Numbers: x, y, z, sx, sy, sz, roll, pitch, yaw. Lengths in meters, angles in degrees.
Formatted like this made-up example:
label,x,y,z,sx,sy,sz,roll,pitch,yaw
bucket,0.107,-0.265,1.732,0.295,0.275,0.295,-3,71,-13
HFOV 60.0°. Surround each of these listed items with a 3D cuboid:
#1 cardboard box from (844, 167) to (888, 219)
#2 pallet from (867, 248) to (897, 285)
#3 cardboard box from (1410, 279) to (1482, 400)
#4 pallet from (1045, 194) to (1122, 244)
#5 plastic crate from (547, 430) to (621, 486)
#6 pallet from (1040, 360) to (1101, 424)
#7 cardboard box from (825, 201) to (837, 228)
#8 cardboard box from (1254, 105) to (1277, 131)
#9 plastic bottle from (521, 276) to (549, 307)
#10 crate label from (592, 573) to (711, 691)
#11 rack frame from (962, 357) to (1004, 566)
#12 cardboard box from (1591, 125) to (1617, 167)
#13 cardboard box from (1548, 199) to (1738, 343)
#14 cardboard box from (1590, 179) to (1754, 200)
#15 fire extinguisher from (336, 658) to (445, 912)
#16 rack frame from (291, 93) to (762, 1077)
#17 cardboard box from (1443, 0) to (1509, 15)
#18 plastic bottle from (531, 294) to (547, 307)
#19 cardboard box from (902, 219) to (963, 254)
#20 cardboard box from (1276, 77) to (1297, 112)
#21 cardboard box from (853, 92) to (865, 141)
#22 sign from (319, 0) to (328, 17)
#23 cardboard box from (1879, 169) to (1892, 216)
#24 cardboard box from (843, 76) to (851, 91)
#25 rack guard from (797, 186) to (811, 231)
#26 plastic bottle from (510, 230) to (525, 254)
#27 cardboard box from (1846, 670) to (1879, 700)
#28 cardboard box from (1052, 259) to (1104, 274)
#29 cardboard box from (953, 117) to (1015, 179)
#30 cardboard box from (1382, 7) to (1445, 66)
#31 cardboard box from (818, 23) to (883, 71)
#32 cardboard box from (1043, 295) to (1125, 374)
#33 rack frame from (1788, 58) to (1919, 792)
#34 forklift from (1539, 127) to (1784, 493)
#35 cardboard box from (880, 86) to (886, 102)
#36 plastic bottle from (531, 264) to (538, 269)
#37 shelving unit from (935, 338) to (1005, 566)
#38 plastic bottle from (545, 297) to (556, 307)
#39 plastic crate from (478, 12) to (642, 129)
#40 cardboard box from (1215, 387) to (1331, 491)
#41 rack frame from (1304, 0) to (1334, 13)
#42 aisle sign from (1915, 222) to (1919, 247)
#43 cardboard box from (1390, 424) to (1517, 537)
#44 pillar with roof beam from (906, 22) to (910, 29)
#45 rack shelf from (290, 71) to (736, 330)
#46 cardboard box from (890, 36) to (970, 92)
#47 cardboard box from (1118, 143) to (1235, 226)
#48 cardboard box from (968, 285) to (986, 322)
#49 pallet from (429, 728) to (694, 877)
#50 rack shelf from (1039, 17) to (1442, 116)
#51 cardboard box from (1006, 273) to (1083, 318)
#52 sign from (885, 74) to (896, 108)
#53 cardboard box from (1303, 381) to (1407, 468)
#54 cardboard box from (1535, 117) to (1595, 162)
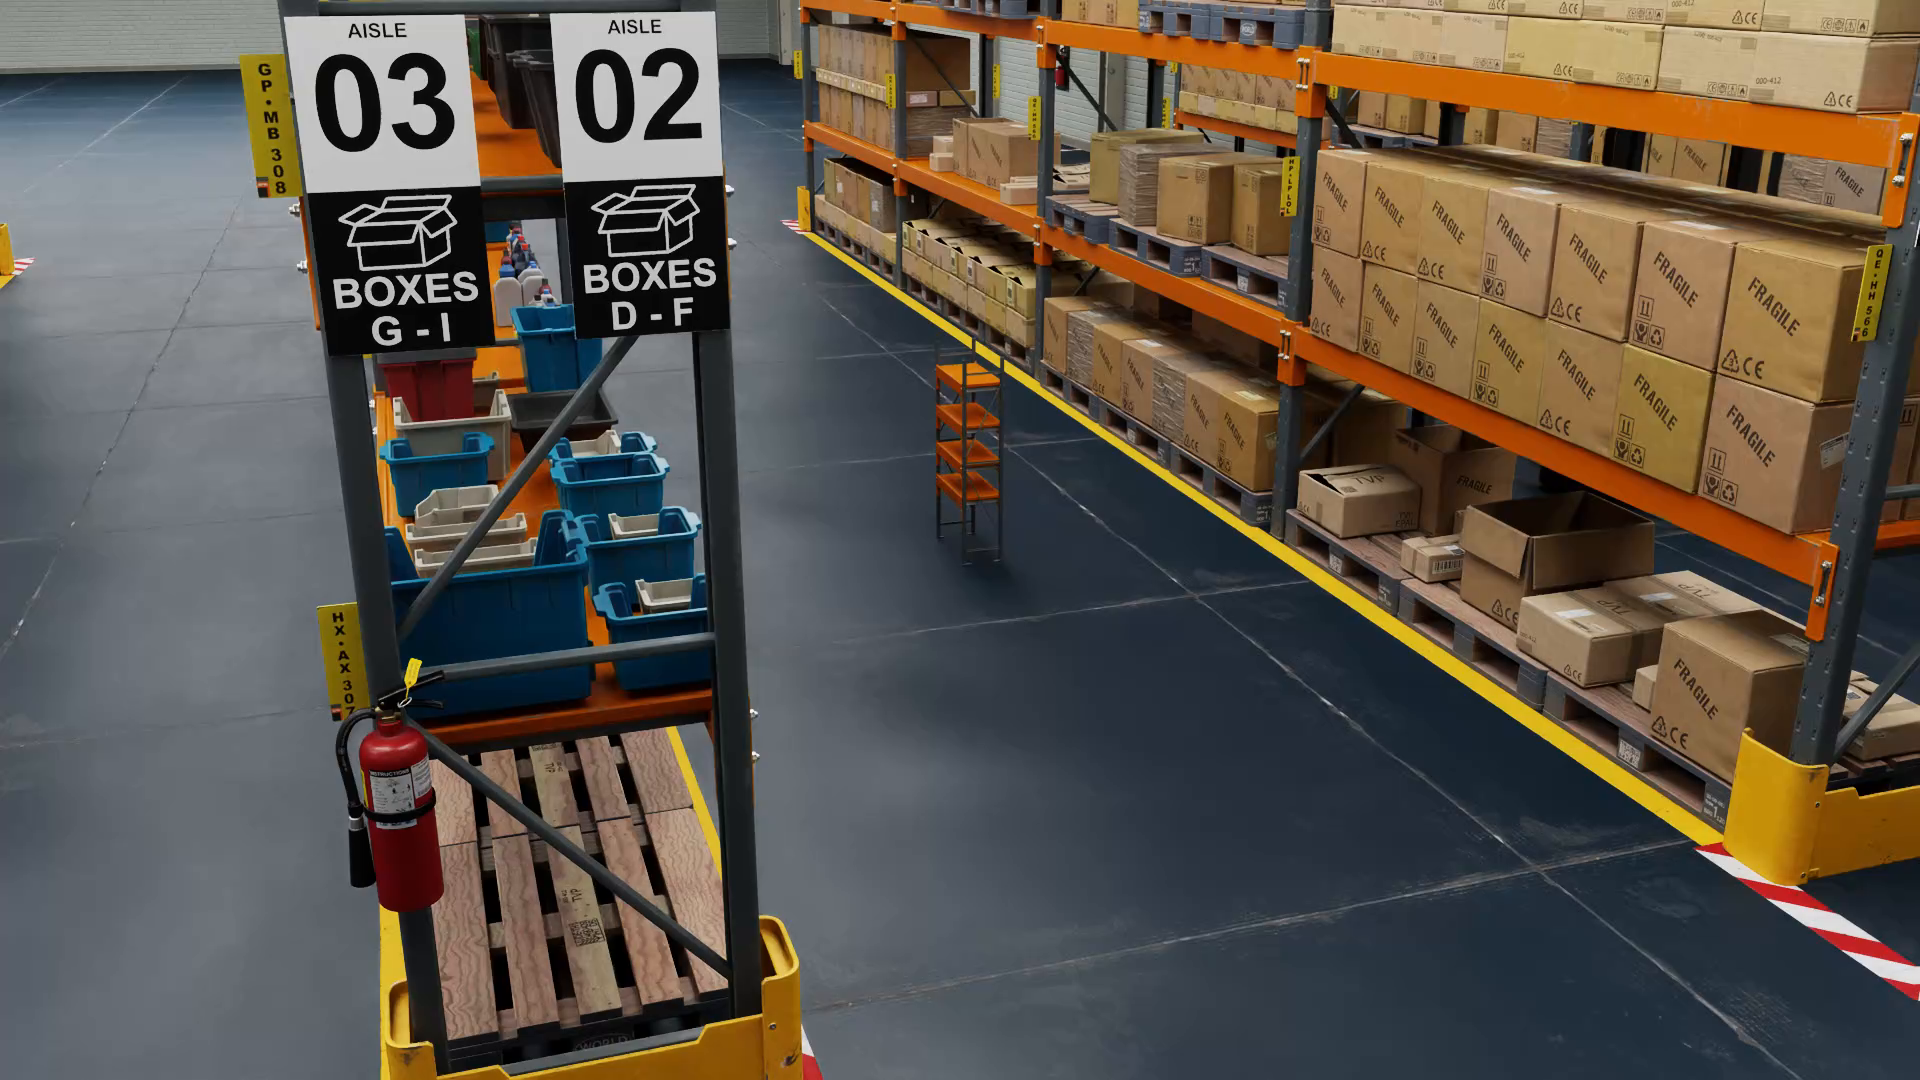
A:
label,x,y,z,sx,sy,sz,roll,pitch,yaw
cardboard box,-0.989,-3.905,18.689,0.500,0.500,0.500,-6,21,-17
pallet,-0.368,-2.990,17.928,1.003,0.211,1.213,-6,21,-17
cardboard box,2.577,-1.005,8.129,0.500,0.500,0.500,-6,21,-17
pallet,1.379,-2.458,12.608,1.213,0.211,1.003,-6,21,-17
plastic crate,-1.515,-0.327,6.692,0.293,0.136,0.466,-6,21,-17
pallet,1.298,-1.203,12.953,1.003,0.211,1.213,-6,21,-17
cardboard box,-1.297,-3.874,19.711,0.500,0.250,0.500,-6,21,-17
cardboard box,3.785,-4.949,19.450,0.500,0.250,0.500,-7,21,-18
plastic bottle,-2.422,-1.378,9.499,0.152,0.276,0.135,-6,21,-17
crate label,-0.855,0.270,4.887,0.416,0.233,0.303,-6,21,-17
rack frame,0.129,-0.433,9.348,0.240,1.200,0.015,-6,21,-17
cardboard box,5.710,-3.300,14.048,0.500,0.500,0.500,-6,21,-16
cardboard box,2.886,-1.151,7.056,0.500,0.500,0.500,-6,21,-16
cardboard box,3.240,-1.371,7.668,0.500,0.500,0.500,-7,21,-18
fire extinguisher,-1.474,0.642,4.357,0.296,0.674,0.183,-6,21,-17
rack frame,-1.090,0.334,4.551,1.000,3.000,0.127,-6,21,-17
cardboard box,2.578,-2.547,7.616,0.500,0.250,0.500,-6,21,-17
plastic bottle,-2.163,-1.087,8.579,0.144,0.351,0.185,-6,21,-17
cardboard box,-0.265,-3.051,16.590,0.500,0.311,0.500,-6,21,-17
cardboard box,3.939,-5.140,18.873,0.500,0.500,0.500,-7,21,-18
cardboard box,-0.792,-4.725,18.487,0.700,0.500,0.500,-6,21,-16
sign,-2.870,-2.308,7.455,0.100,0.325,0.005,-6,21,-17
cardboard box,6.673,-2.321,11.322,0.500,0.500,0.500,-7,21,-18
cardboard box,-1.090,-5.117,18.616,0.380,0.149,0.250,-7,21,-18
rack guard,-1.423,-4.157,20.751,1.175,0.500,0.348,-6,21,-17
plastic bottle,-2.920,-1.913,10.996,0.097,0.271,0.097,0,20,0
cardboard box,3.730,0.684,7.116,0.380,0.166,0.250,-6,21,-17
cardboard box,1.040,-2.293,14.481,0.500,0.311,0.500,-7,21,-19
cardboard box,0.233,-3.672,15.555,0.500,0.500,0.500,-5,20,-13
cardboard box,2.428,-2.473,8.149,0.500,0.250,0.500,-6,21,-17
cardboard box,-1.264,-5.816,19.603,0.700,0.500,0.500,-6,21,-17
cardboard box,0.971,-1.613,13.017,0.500,0.500,0.500,-5,20,-15
rack frame,3.614,-0.192,6.012,1.000,3.000,0.127,-6,21,-17
forklift,4.896,-2.040,11.259,1.130,2.935,3.031,10,22,27
cardboard box,-0.608,-4.623,17.241,0.380,0.149,0.250,-7,21,-19
plastic bottle,-2.505,-1.490,9.818,0.097,0.271,0.097,0,20,0
shelving unit,0.052,-0.512,9.566,0.258,1.200,0.503,-6,21,-17
plastic bottle,-2.184,-1.162,8.904,0.097,0.271,0.097,0,20,0
plastic crate,-1.309,-1.568,5.500,0.504,0.338,0.767,-6,21,-17
cardboard box,1.929,-0.634,10.290,0.500,0.500,0.500,-7,21,-17
rack frame,2.356,-4.299,8.572,1.000,3.000,0.127,-6,21,-17
aisle sign,3.344,-1.361,5.421,0.394,0.787,0.004,-6,21,-17
cardboard box,2.805,-0.353,9.509,0.500,0.500,0.500,-6,21,-17
pillar with roof beam,-5.417,-13.863,35.201,9.100,9.000,0.400,-6,21,-17
rack shelf,-1.719,-1.381,5.952,1.077,0.370,4.000,-6,21,-17
cardboard box,-0.304,-4.842,16.892,0.700,0.500,0.500,-6,21,-17
cardboard box,1.510,-2.500,11.669,0.700,0.500,0.500,-3,20,-7
cardboard box,0.382,-2.132,14.861,0.500,0.250,0.500,-6,21,-16
pallet,-1.692,0.986,6.858,1.003,0.211,1.213,-6,21,-17
rack shelf,1.728,-3.190,10.988,1.077,0.370,4.000,-6,21,-17
cardboard box,0.701,-2.068,13.854,0.500,0.311,0.500,-6,21,-16
sign,-0.685,-4.428,16.408,0.100,0.325,0.005,-6,21,-17
cardboard box,2.436,-0.687,10.439,0.500,0.500,0.500,-7,21,-20
cardboard box,5.643,-3.690,14.954,0.700,0.500,0.500,-9,22,-24
